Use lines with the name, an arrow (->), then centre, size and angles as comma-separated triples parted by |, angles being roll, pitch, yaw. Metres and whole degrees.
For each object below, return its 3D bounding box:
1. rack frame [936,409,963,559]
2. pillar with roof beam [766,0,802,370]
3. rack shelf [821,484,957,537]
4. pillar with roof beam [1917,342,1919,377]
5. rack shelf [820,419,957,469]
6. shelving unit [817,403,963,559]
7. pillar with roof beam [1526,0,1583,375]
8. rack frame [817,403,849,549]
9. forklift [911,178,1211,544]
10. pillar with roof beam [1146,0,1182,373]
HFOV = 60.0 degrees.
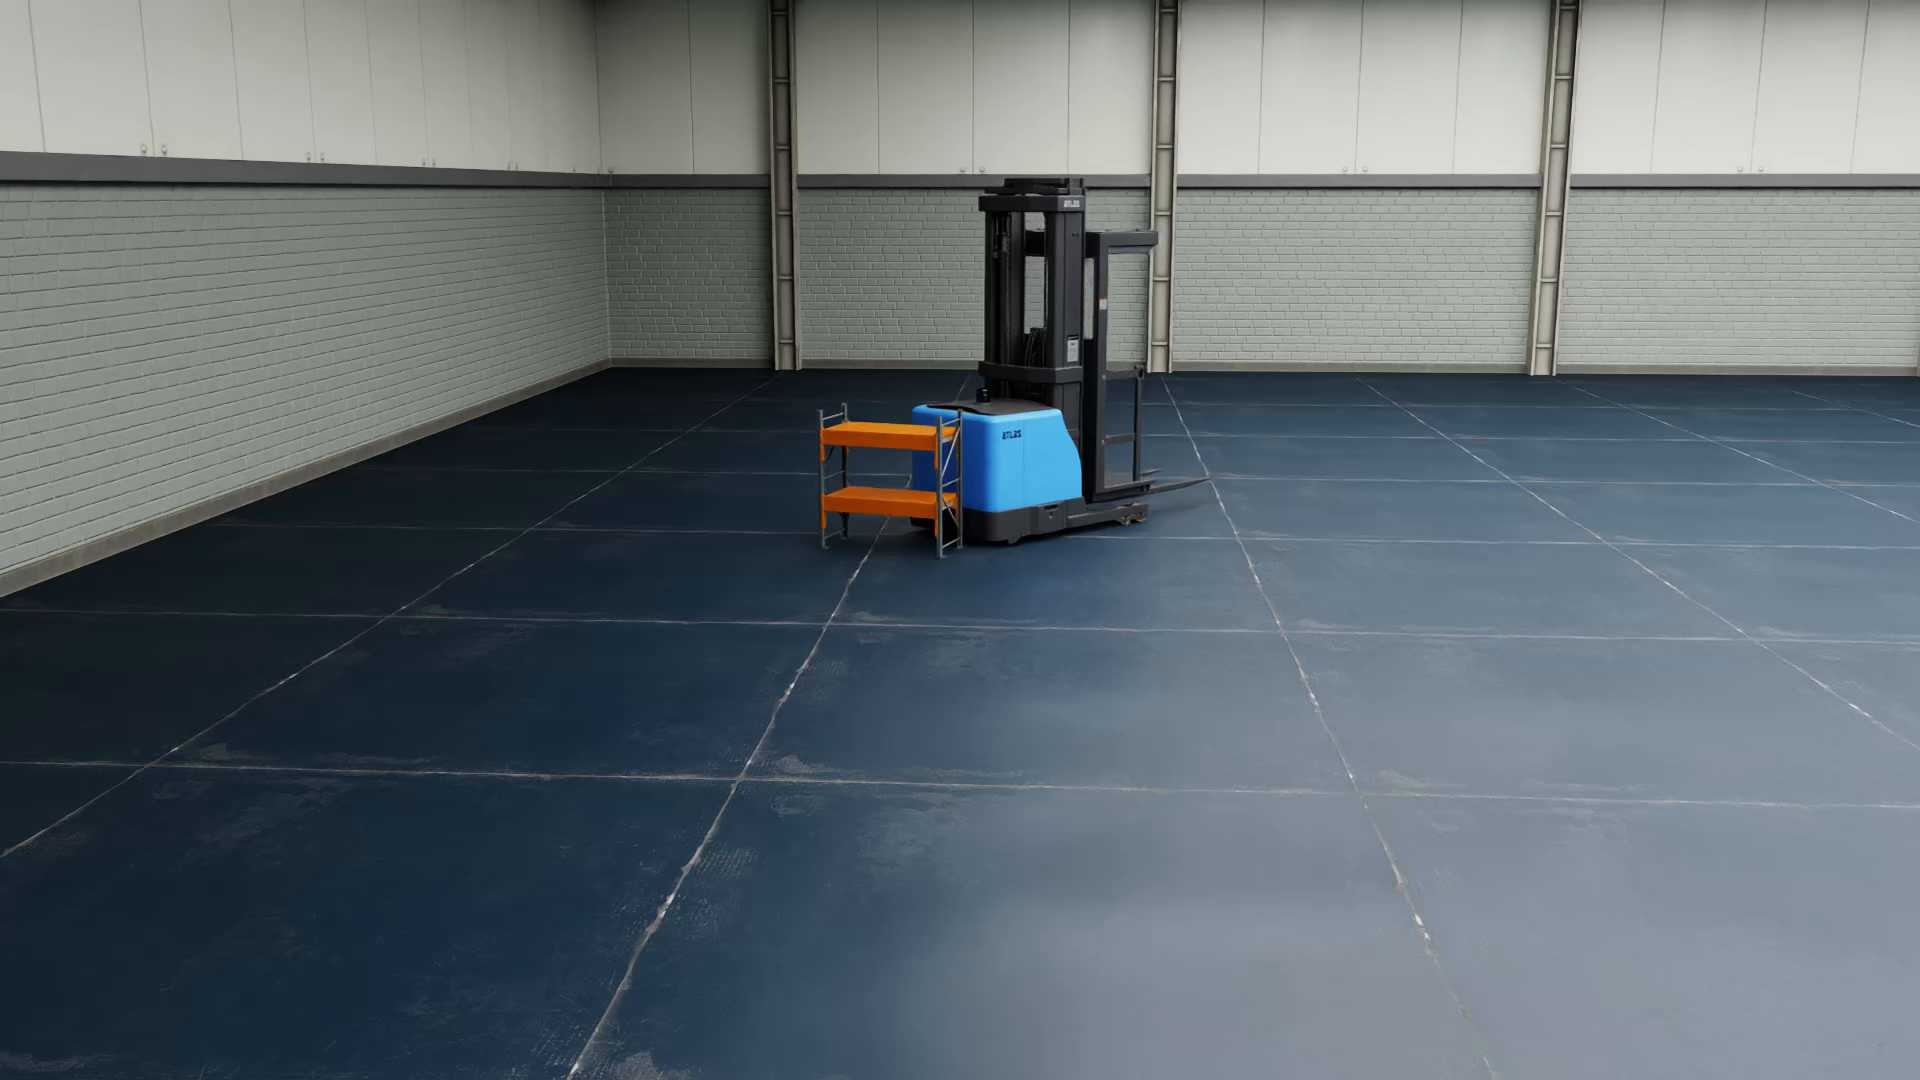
rack frame -> -0.080, -0.449, 13.168 | 0.032, 1.125, 0.500 | 4, 13, 20
pillar with roof beam -> -3.081, -6.311, 21.959 | 0.400, 9.000, 9.100 | 1, 12, 4
rack shelf -> -0.555, -0.247, 13.394 | 1.000, 0.278, 0.538 | 4, 13, 20
pillar with roof beam -> 14.879, -6.065, 20.782 | 0.400, 9.000, 9.100 | 1, 12, 4
rack shelf -> -0.555, -0.773, 13.284 | 1.000, 0.278, 0.538 | 4, 13, 20
shelving unit -> -0.555, -0.486, 13.344 | 1.048, 1.125, 0.538 | 4, 13, 20
pillar with roof beam -> 8.893, -6.147, 21.175 | 0.400, 9.000, 9.100 | 1, 12, 4
rack frame -> -1.030, -0.523, 13.521 | 0.032, 1.125, 0.500 | 4, 13, 20
forklift -> 1.005, -1.633, 14.418 | 3.031, 2.935, 1.130 | -11, 16, -42
pillar with roof beam -> 2.906, -6.229, 21.567 | 0.400, 9.000, 9.100 | 1, 12, 4
